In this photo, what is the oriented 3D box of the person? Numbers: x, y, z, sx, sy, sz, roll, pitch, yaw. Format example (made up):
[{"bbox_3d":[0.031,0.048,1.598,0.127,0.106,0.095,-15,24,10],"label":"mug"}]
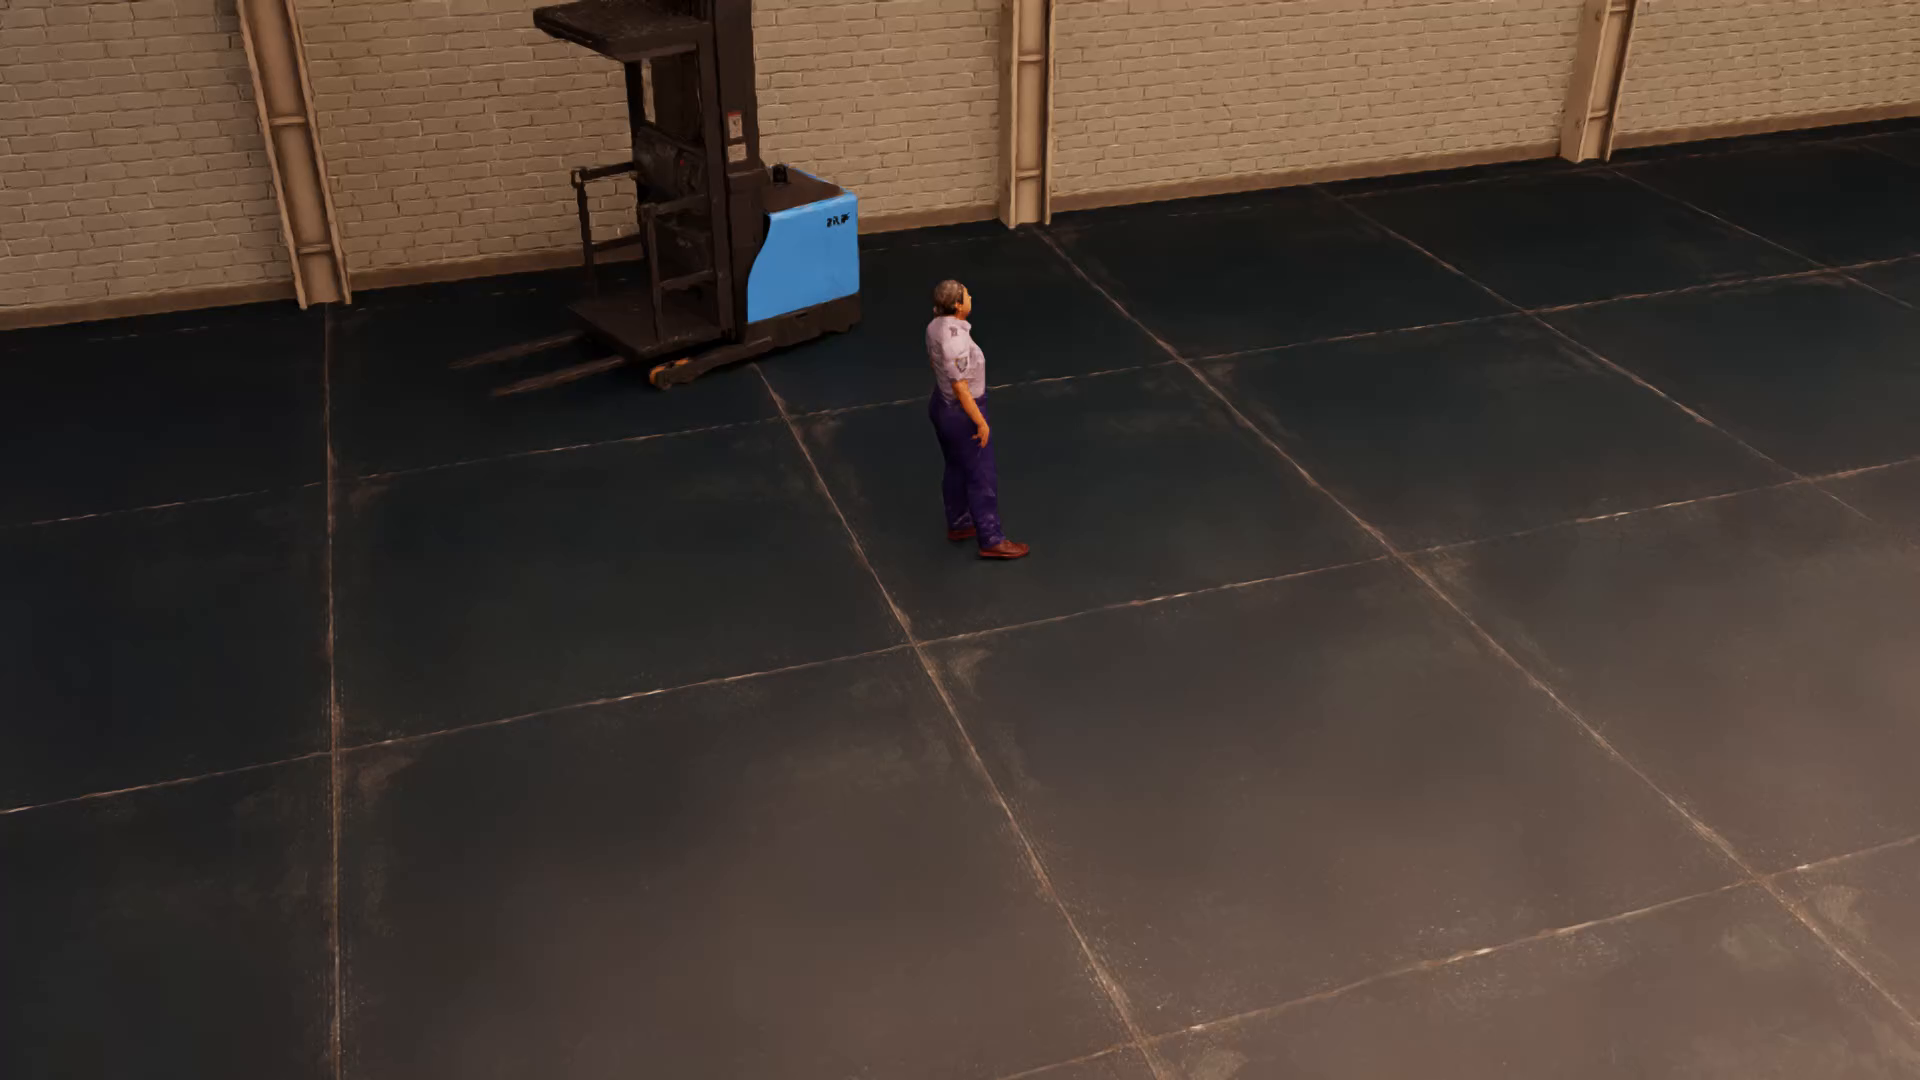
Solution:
[{"bbox_3d":[0.092,-0.724,9.618,0.502,1.650,0.599,-10,31,-16],"label":"person"}]

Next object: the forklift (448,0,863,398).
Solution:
[{"bbox_3d":[-2.220,-2.644,11.682,3.031,2.935,1.130,-22,36,-33],"label":"forklift"}]
